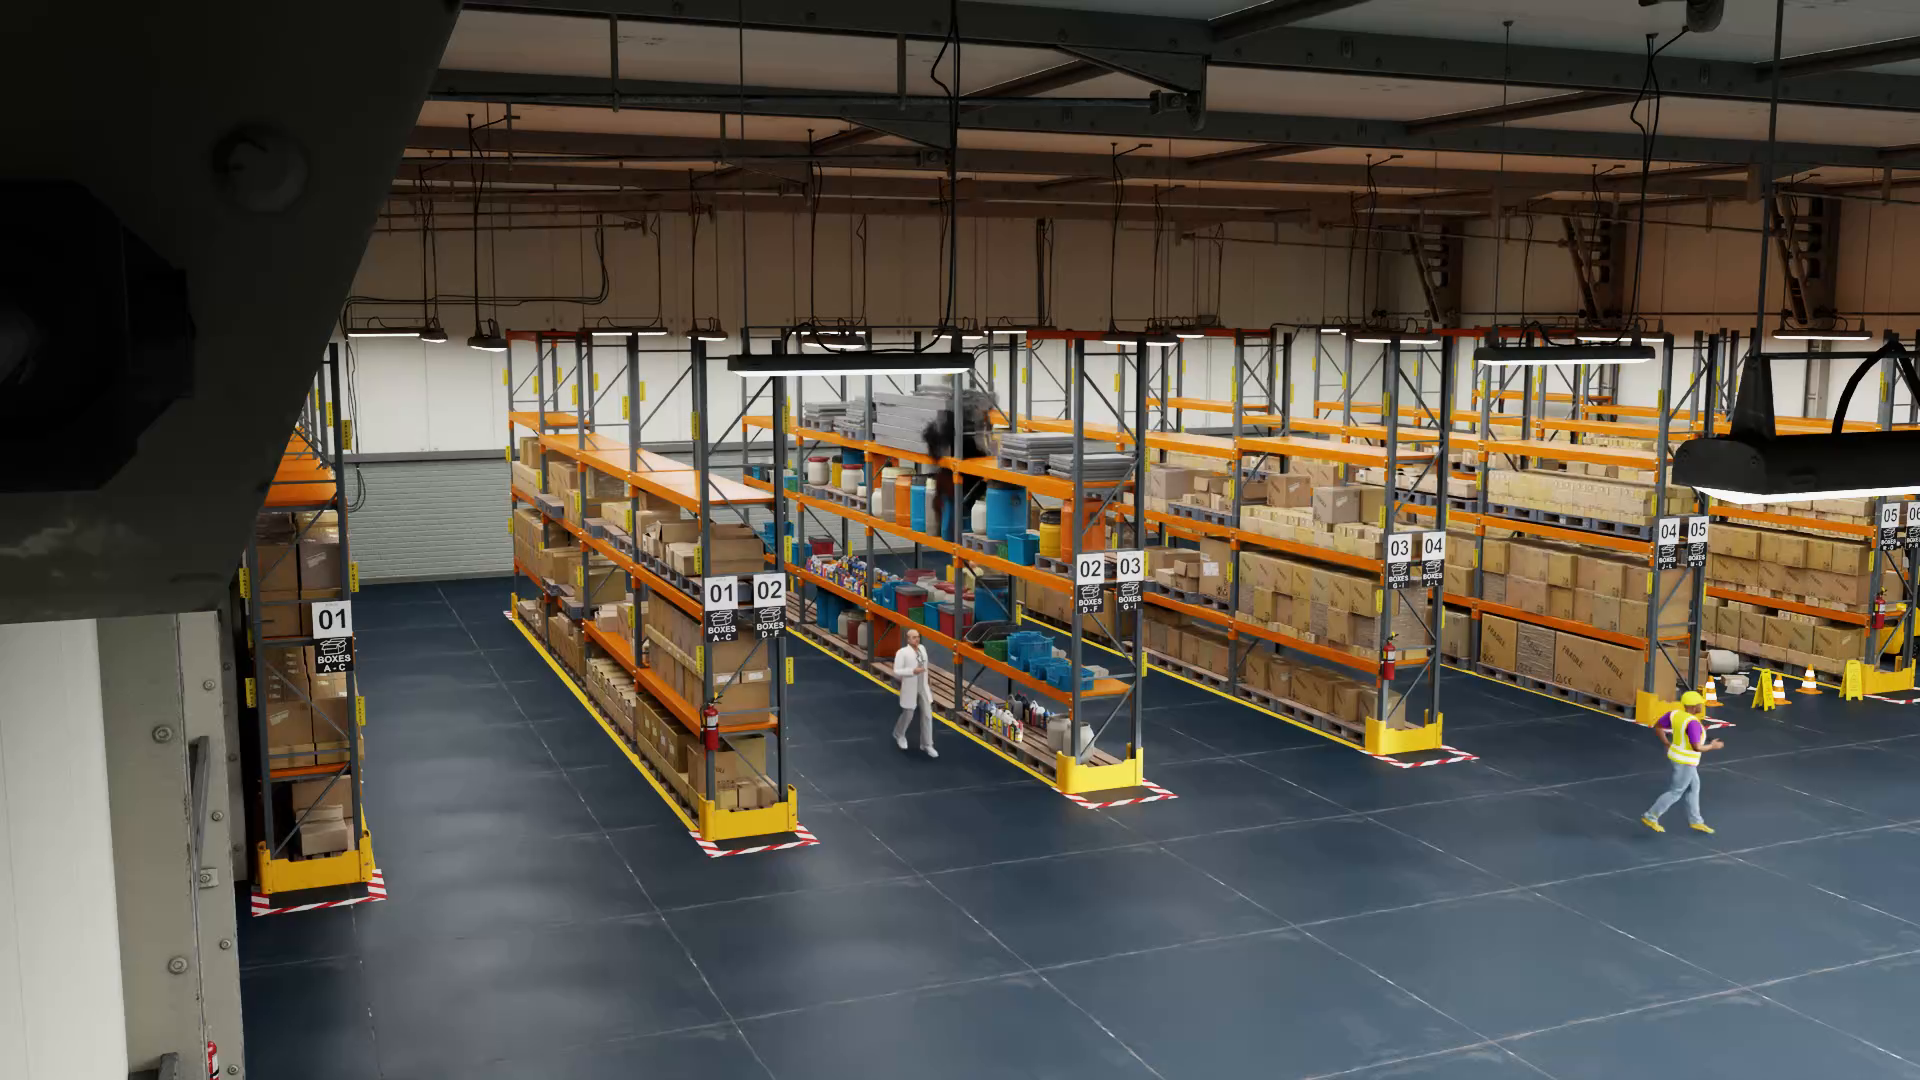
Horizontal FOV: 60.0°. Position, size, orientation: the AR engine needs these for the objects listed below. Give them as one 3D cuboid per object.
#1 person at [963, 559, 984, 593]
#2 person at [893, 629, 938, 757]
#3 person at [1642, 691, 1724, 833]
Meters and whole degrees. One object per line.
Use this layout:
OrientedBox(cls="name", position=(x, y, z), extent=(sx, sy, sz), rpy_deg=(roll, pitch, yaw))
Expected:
OrientedBox(cls="person", position=(0.235, 1.123, 32.257), extent=(0.545, 1.724, 0.730), rpy_deg=(-6, 10, -37))
OrientedBox(cls="person", position=(-0.651, 2.172, 23.926), extent=(0.701, 1.792, 0.923), rpy_deg=(-5, 9, -34))
OrientedBox(cls="person", position=(8.760, 2.710, 20.164), extent=(0.935, 1.781, 0.654), rpy_deg=(0, 8, 3))
